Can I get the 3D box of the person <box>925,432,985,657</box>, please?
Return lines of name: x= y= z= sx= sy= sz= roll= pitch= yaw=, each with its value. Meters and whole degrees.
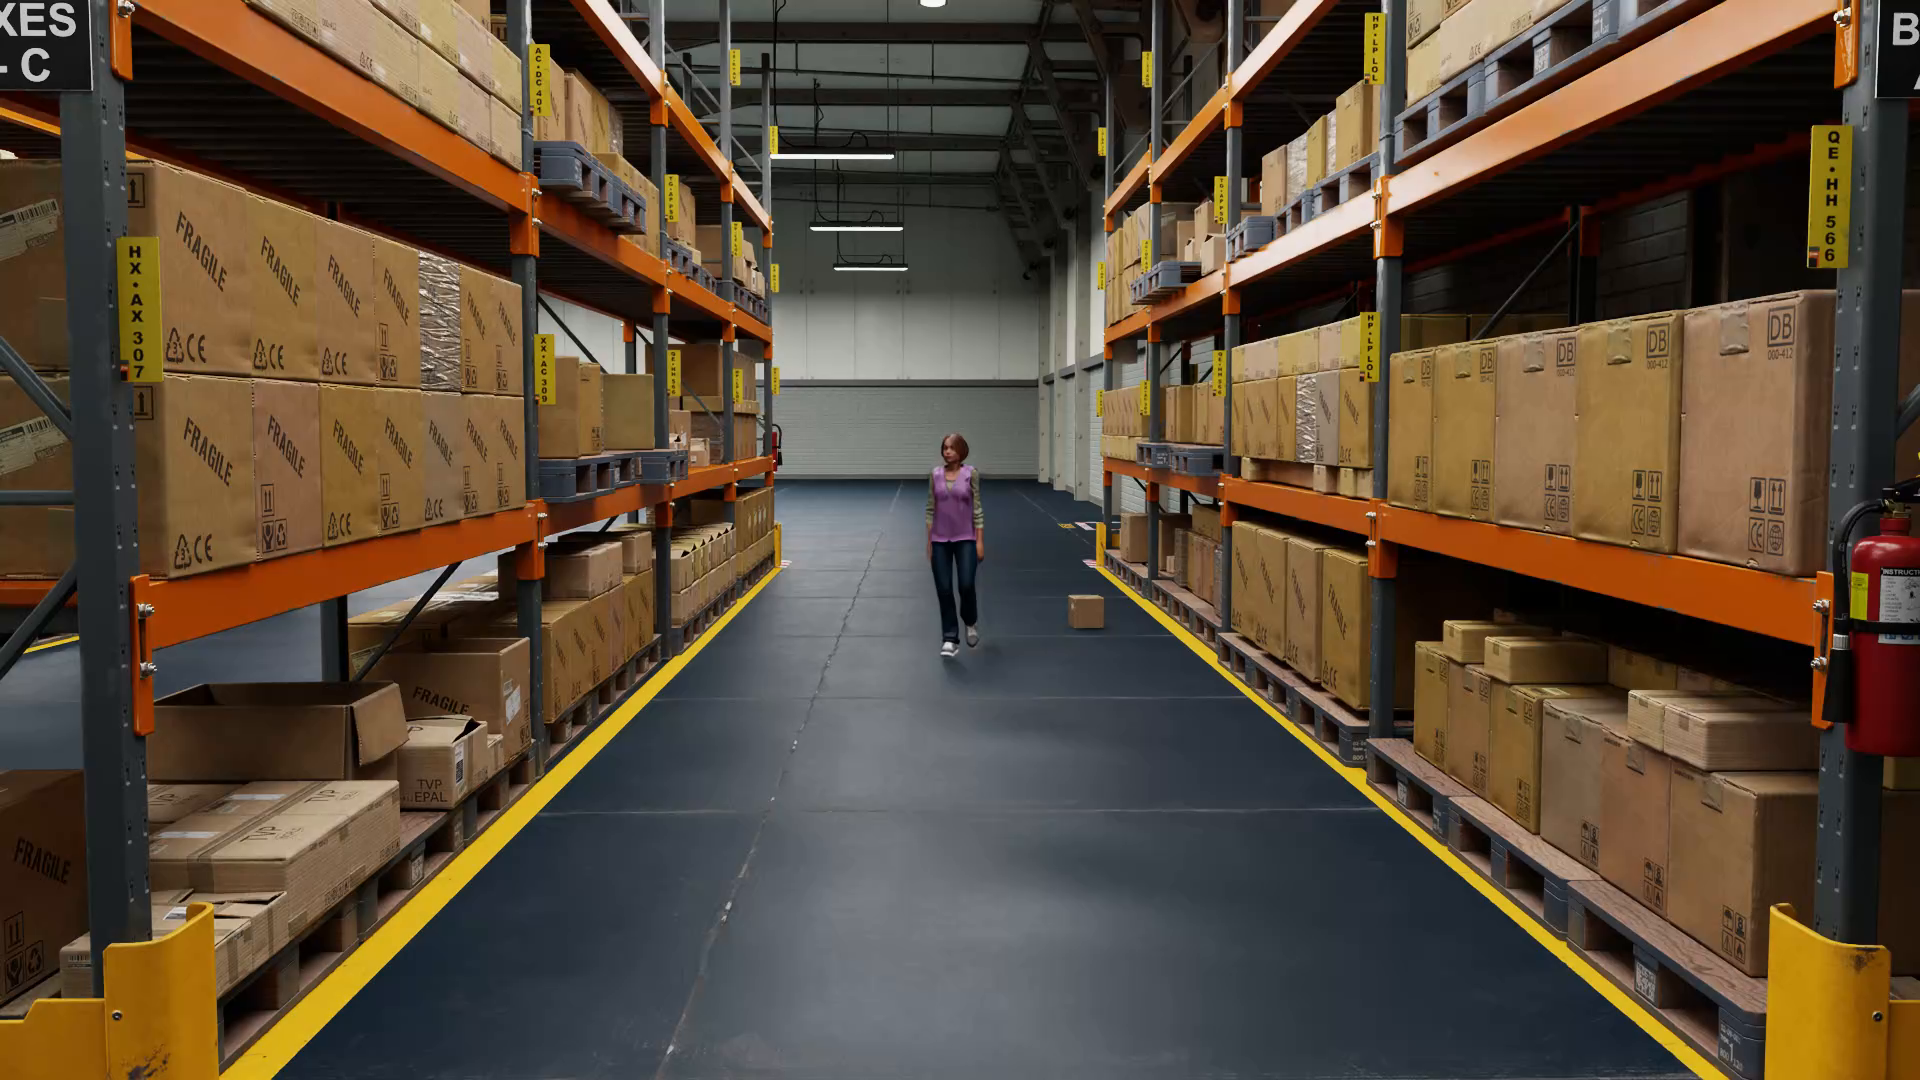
person: x=-0.039 y=0.029 z=11.891 sx=0.435 sy=1.594 sz=0.442 roll=1 pitch=4 yaw=13
